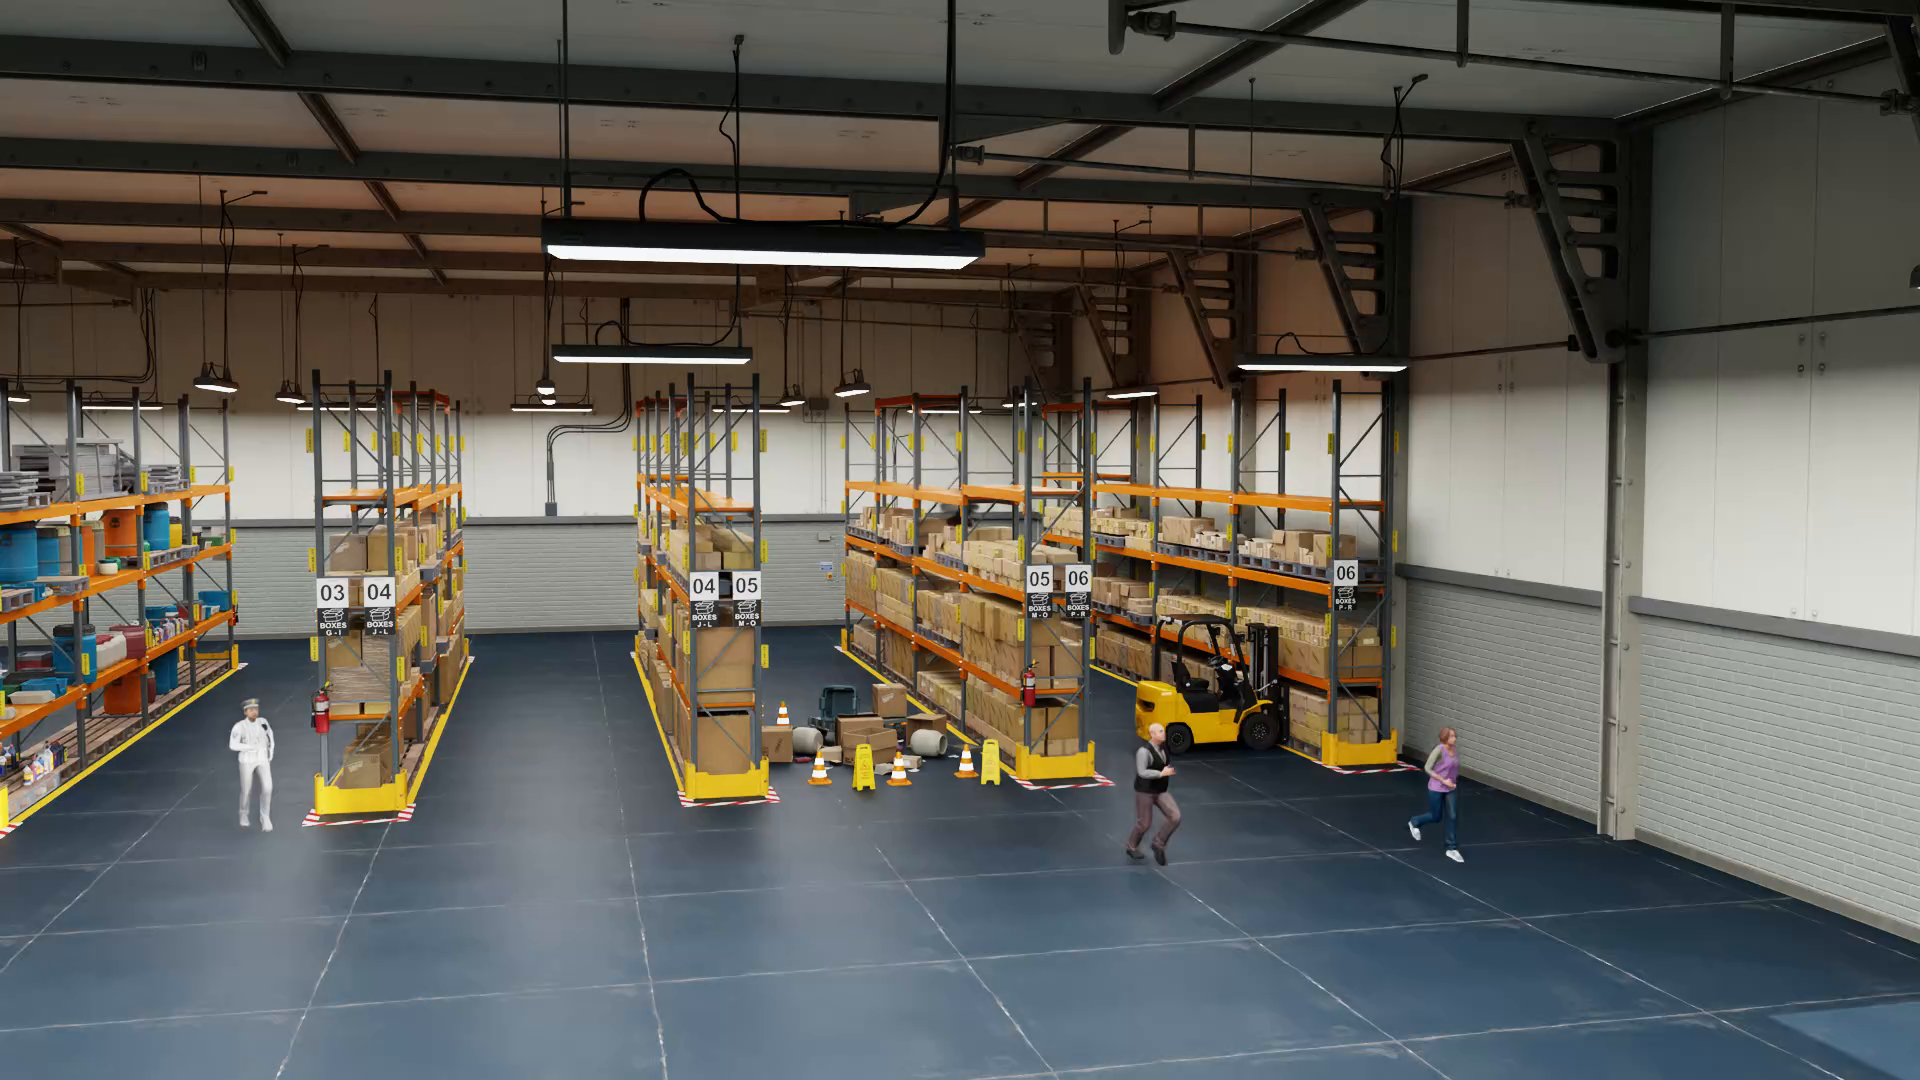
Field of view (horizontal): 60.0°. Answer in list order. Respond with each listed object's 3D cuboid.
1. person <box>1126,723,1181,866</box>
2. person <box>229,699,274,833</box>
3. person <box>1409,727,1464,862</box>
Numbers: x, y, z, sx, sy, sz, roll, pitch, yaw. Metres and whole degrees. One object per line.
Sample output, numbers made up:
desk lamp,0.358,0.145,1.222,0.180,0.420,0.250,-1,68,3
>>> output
person,2.289,3.004,19.709,0.682,1.710,0.806,-3,5,-45
person,-9.154,2.915,21.539,0.622,1.732,0.757,-3,4,-40
person,5.836,3.048,20.242,0.566,1.589,0.876,-2,4,-33
